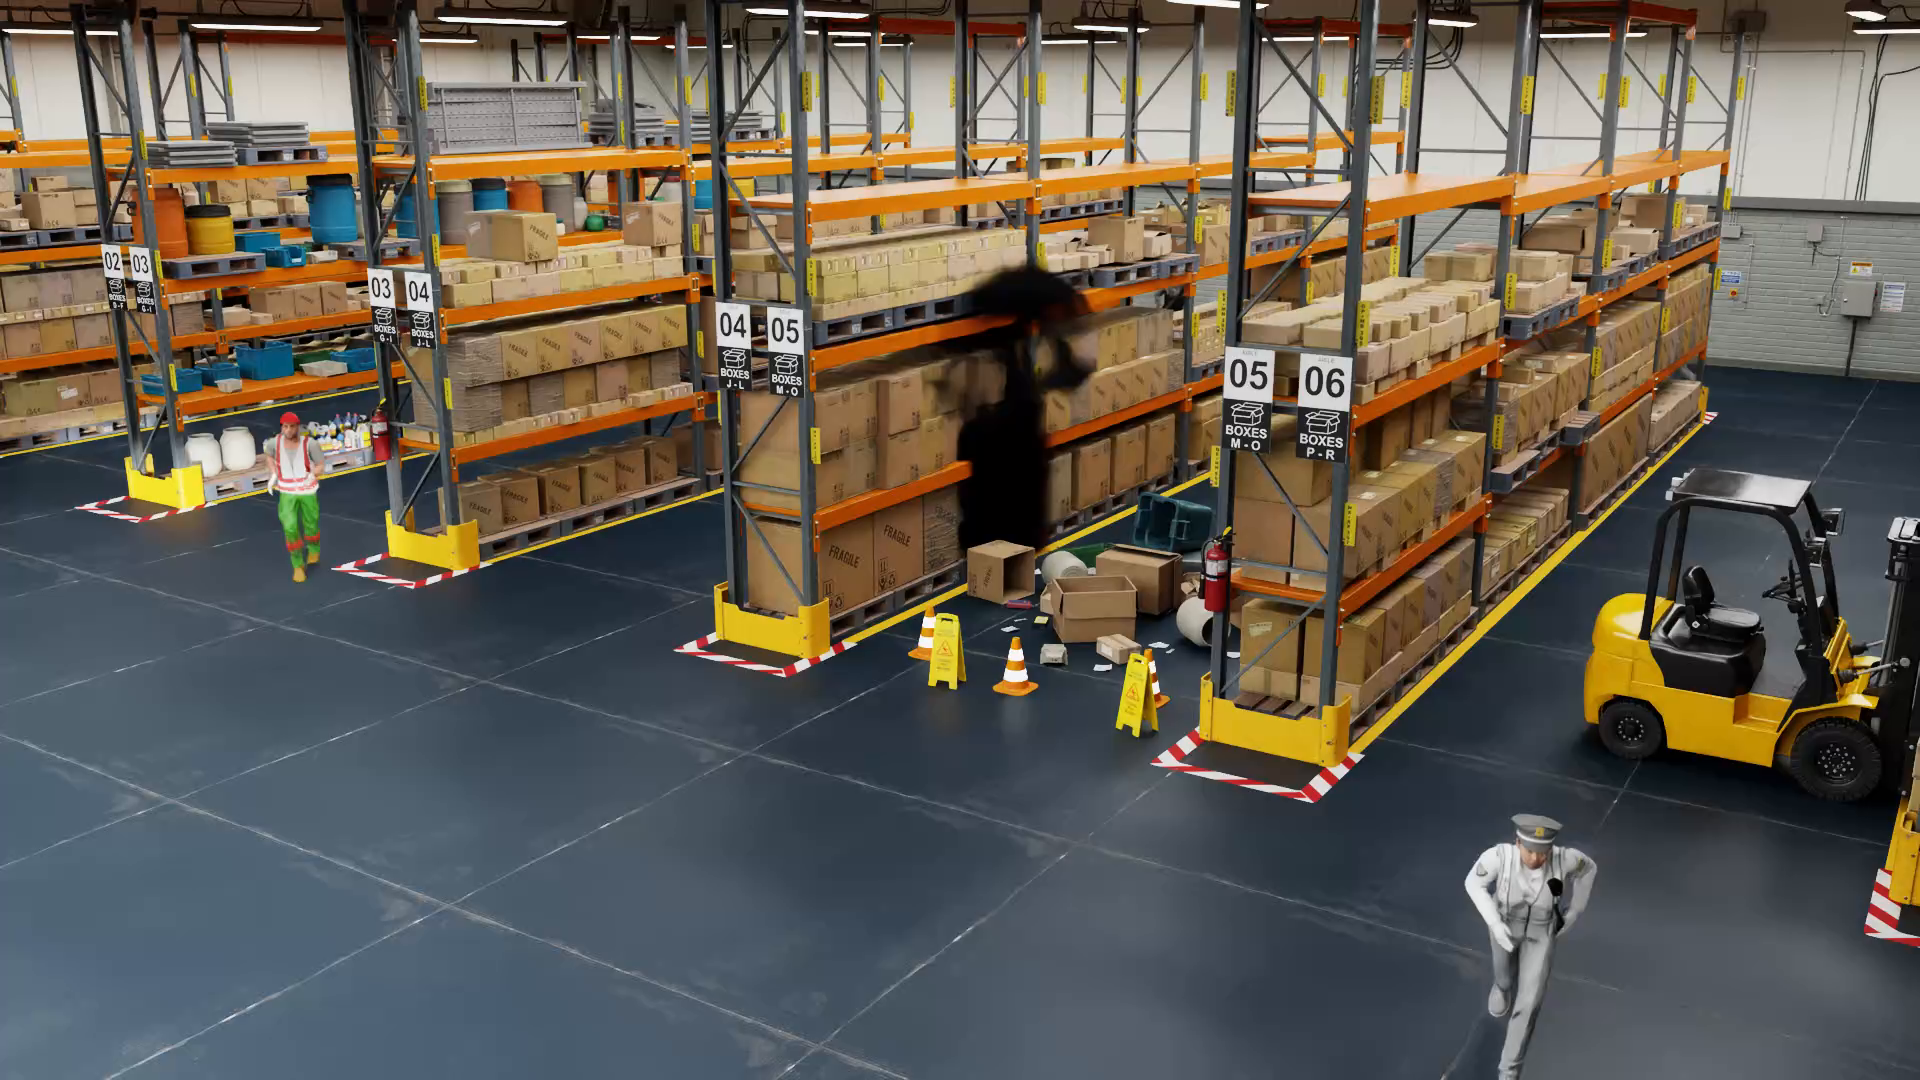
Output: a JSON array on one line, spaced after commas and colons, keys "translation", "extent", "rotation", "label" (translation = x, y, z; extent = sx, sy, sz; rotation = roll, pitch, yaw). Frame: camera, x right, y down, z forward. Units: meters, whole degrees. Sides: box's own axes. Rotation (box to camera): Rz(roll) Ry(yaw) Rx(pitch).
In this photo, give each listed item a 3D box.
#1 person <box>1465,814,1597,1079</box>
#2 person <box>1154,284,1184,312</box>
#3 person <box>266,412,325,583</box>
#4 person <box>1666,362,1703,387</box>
[{"translation": [2.995, 2.080, 8.855], "extent": [0.654, 1.627, 0.977], "rotation": [3, 16, 12], "label": "person"}, {"translation": [4.006, -4.193, 31.115], "extent": [0.672, 1.669, 0.710], "rotation": [-2, 16, -8], "label": "person"}, {"translation": [-7.032, -0.479, 17.683], "extent": [0.591, 1.833, 0.891], "rotation": [-5, 16, -19], "label": "person"}, {"translation": [11.834, -3.083, 27.255], "extent": [0.809, 1.623, 0.524], "rotation": [8, 17, 26], "label": "person"}]
